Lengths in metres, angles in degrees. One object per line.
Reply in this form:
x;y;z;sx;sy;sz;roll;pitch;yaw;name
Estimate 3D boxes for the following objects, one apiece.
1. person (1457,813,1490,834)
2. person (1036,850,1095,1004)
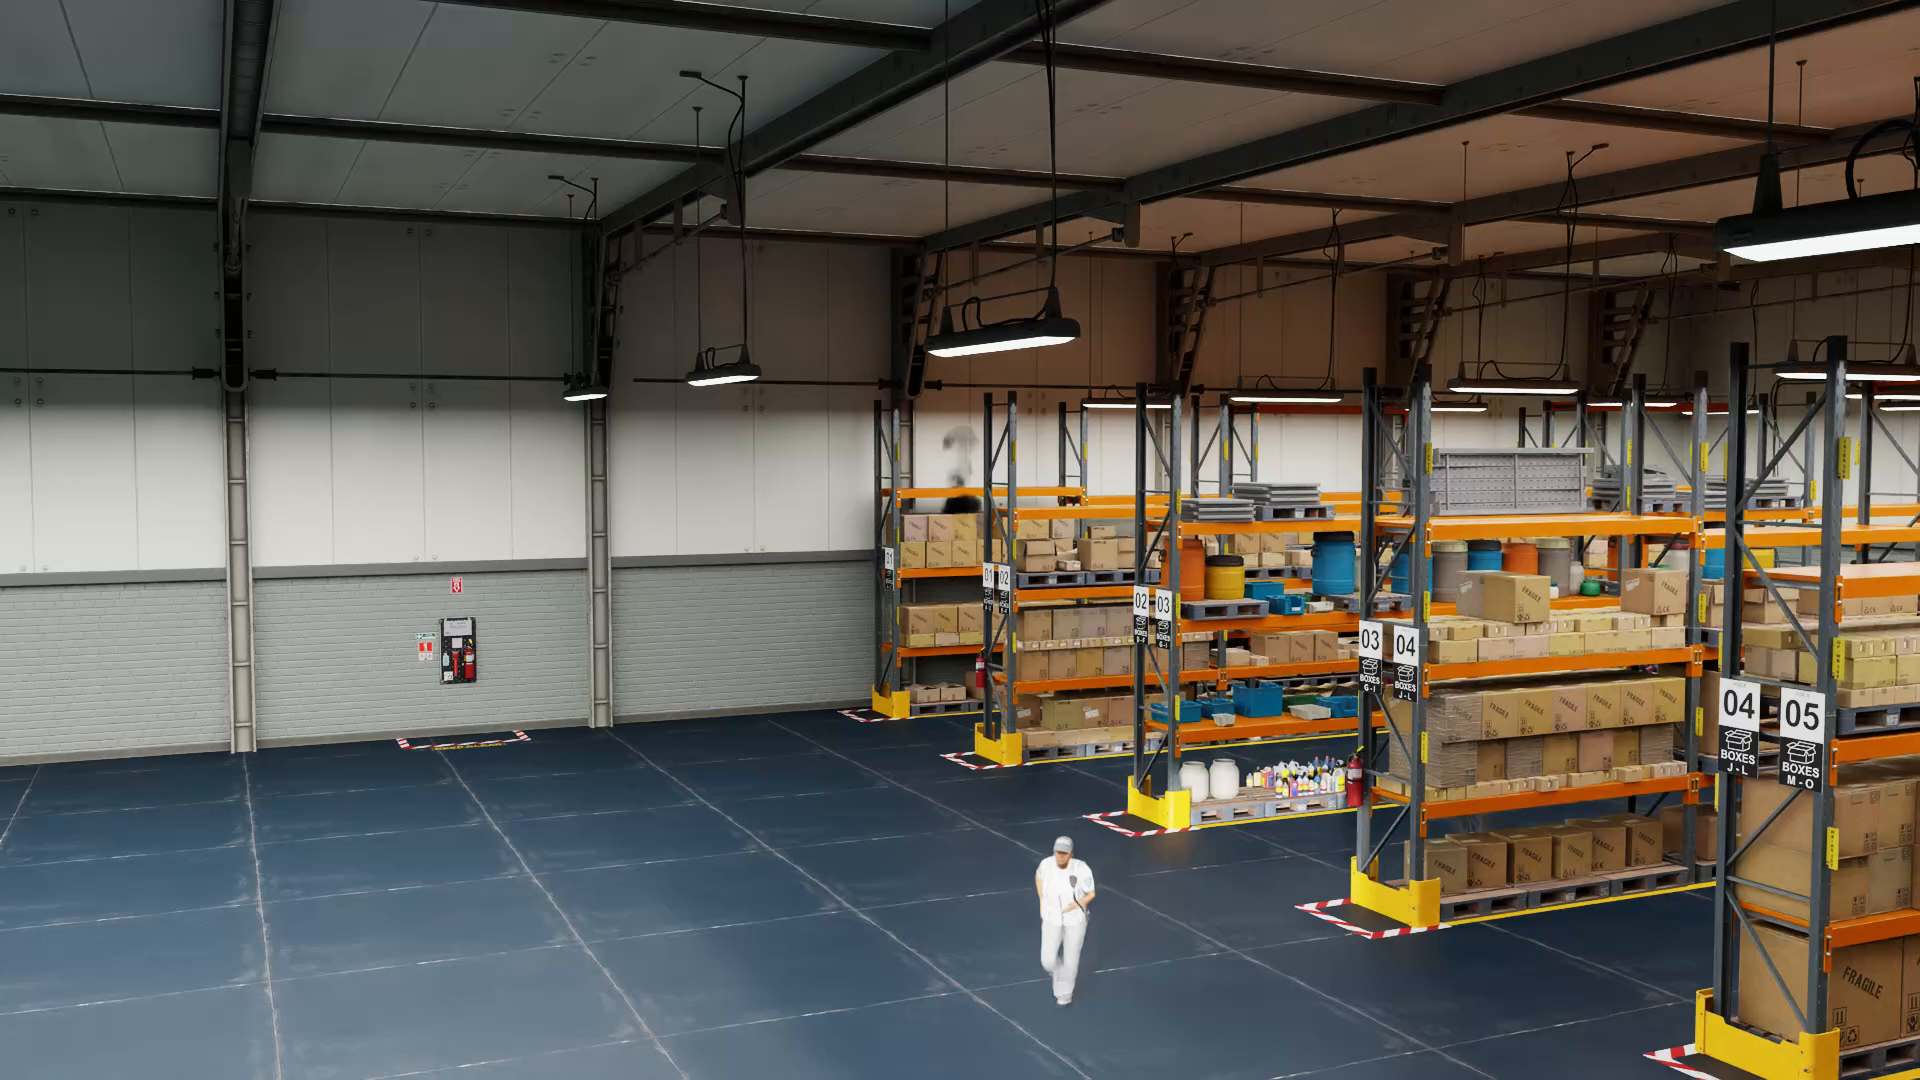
6.535;3.182;21.101;0.598;1.245;0.357;-3;4;-40;person
0.947;3.478;15.137;0.571;1.586;0.665;1;3;10;person
